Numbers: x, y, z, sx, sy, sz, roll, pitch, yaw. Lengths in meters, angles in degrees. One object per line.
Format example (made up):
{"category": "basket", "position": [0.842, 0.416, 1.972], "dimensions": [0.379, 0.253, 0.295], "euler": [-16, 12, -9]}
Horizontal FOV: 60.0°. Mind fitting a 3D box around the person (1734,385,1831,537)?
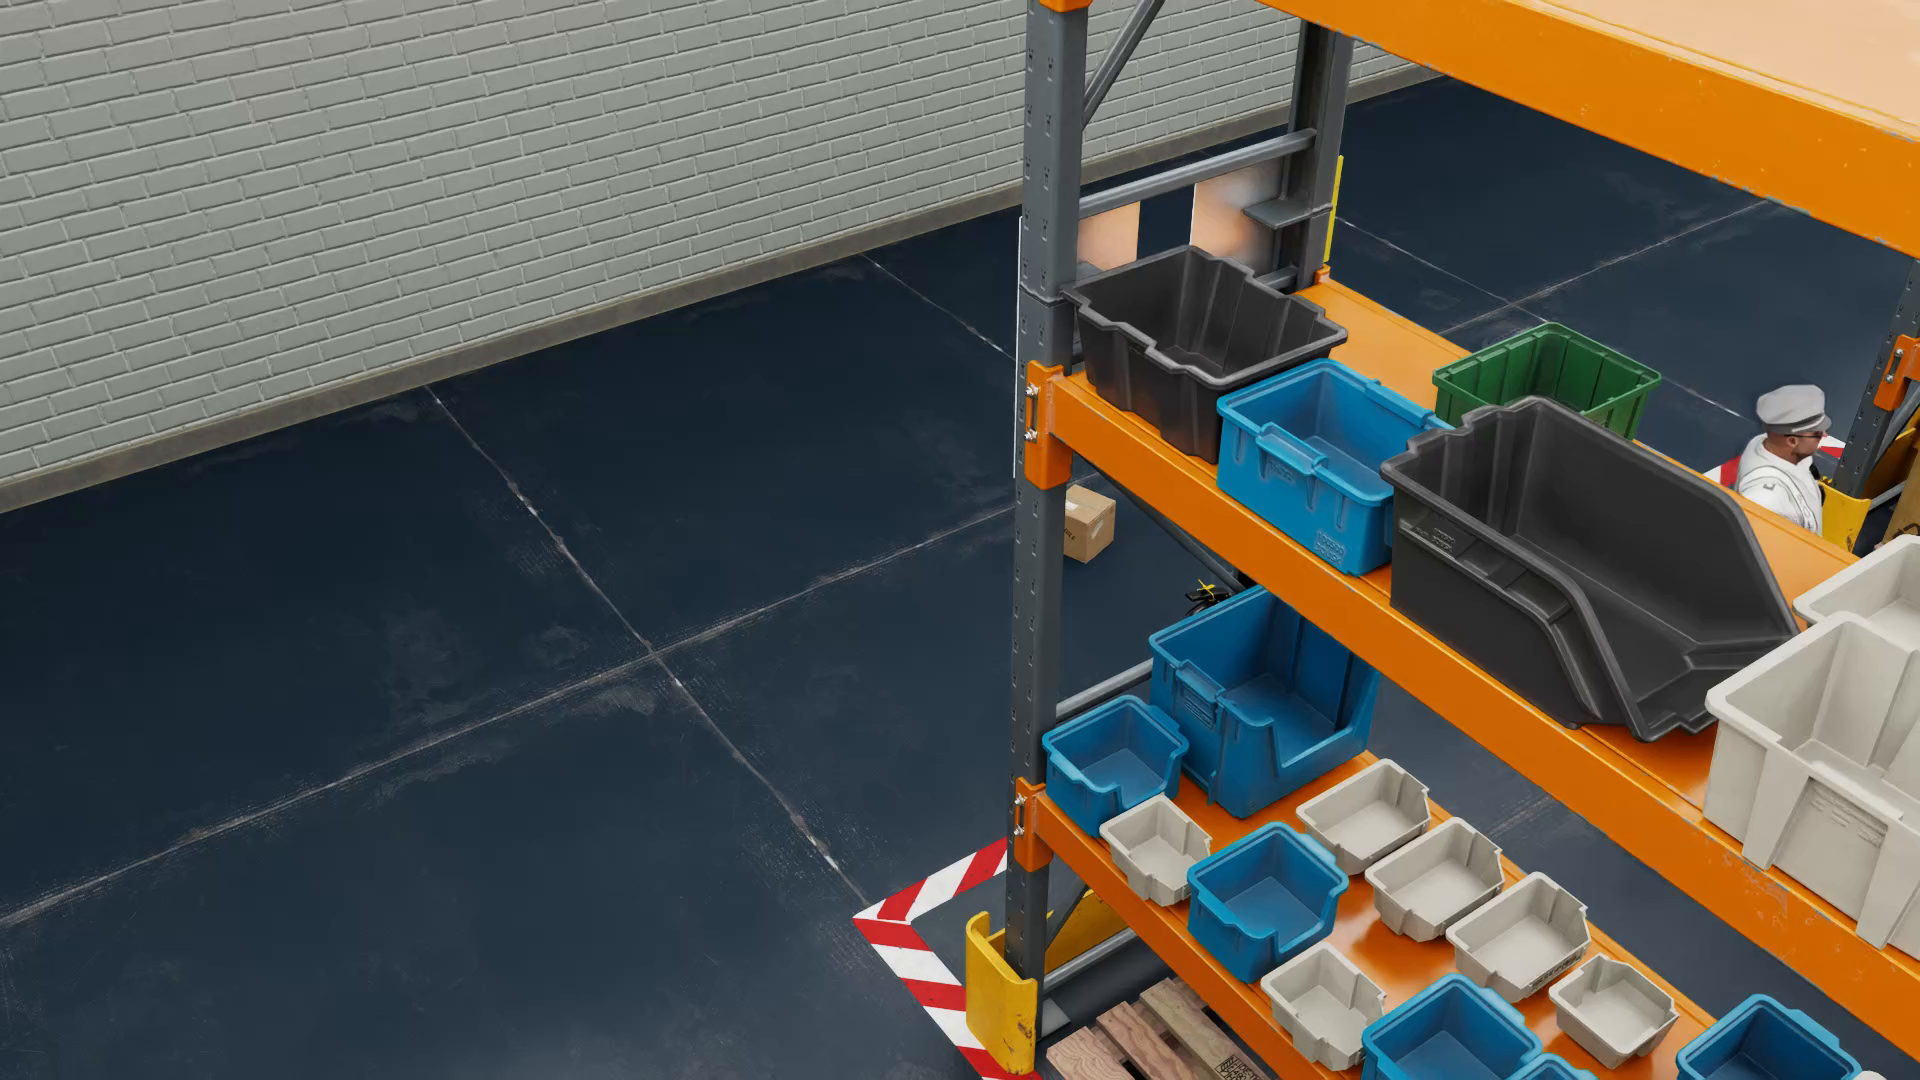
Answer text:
{"category": "person", "position": [3.331, 0.150, 6.754], "dimensions": [0.989, 1.717, 0.576], "euler": [13, 38, 17]}
